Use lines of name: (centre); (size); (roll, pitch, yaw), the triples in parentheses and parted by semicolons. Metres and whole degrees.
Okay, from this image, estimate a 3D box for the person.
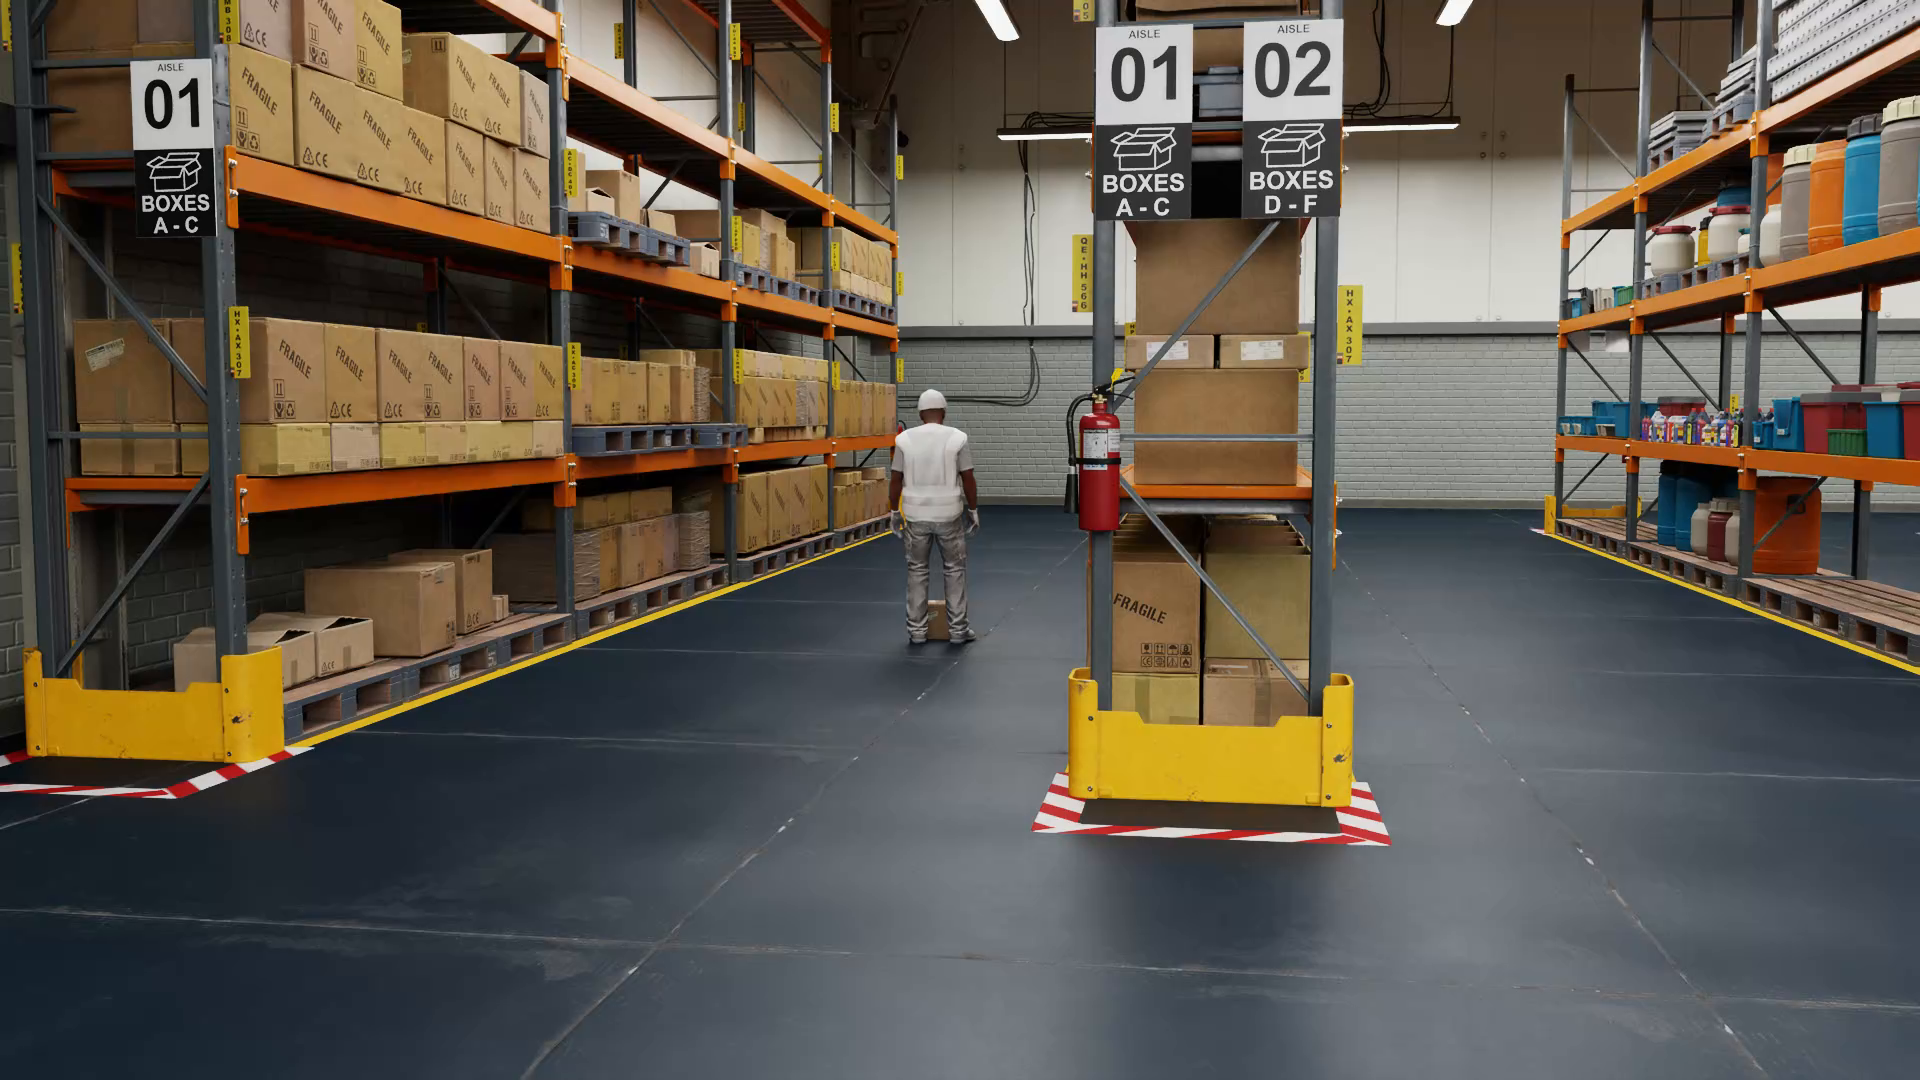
person: (-0.179, -0.168, 11.686); (0.629, 1.774, 0.453); (1, 4, 7)
